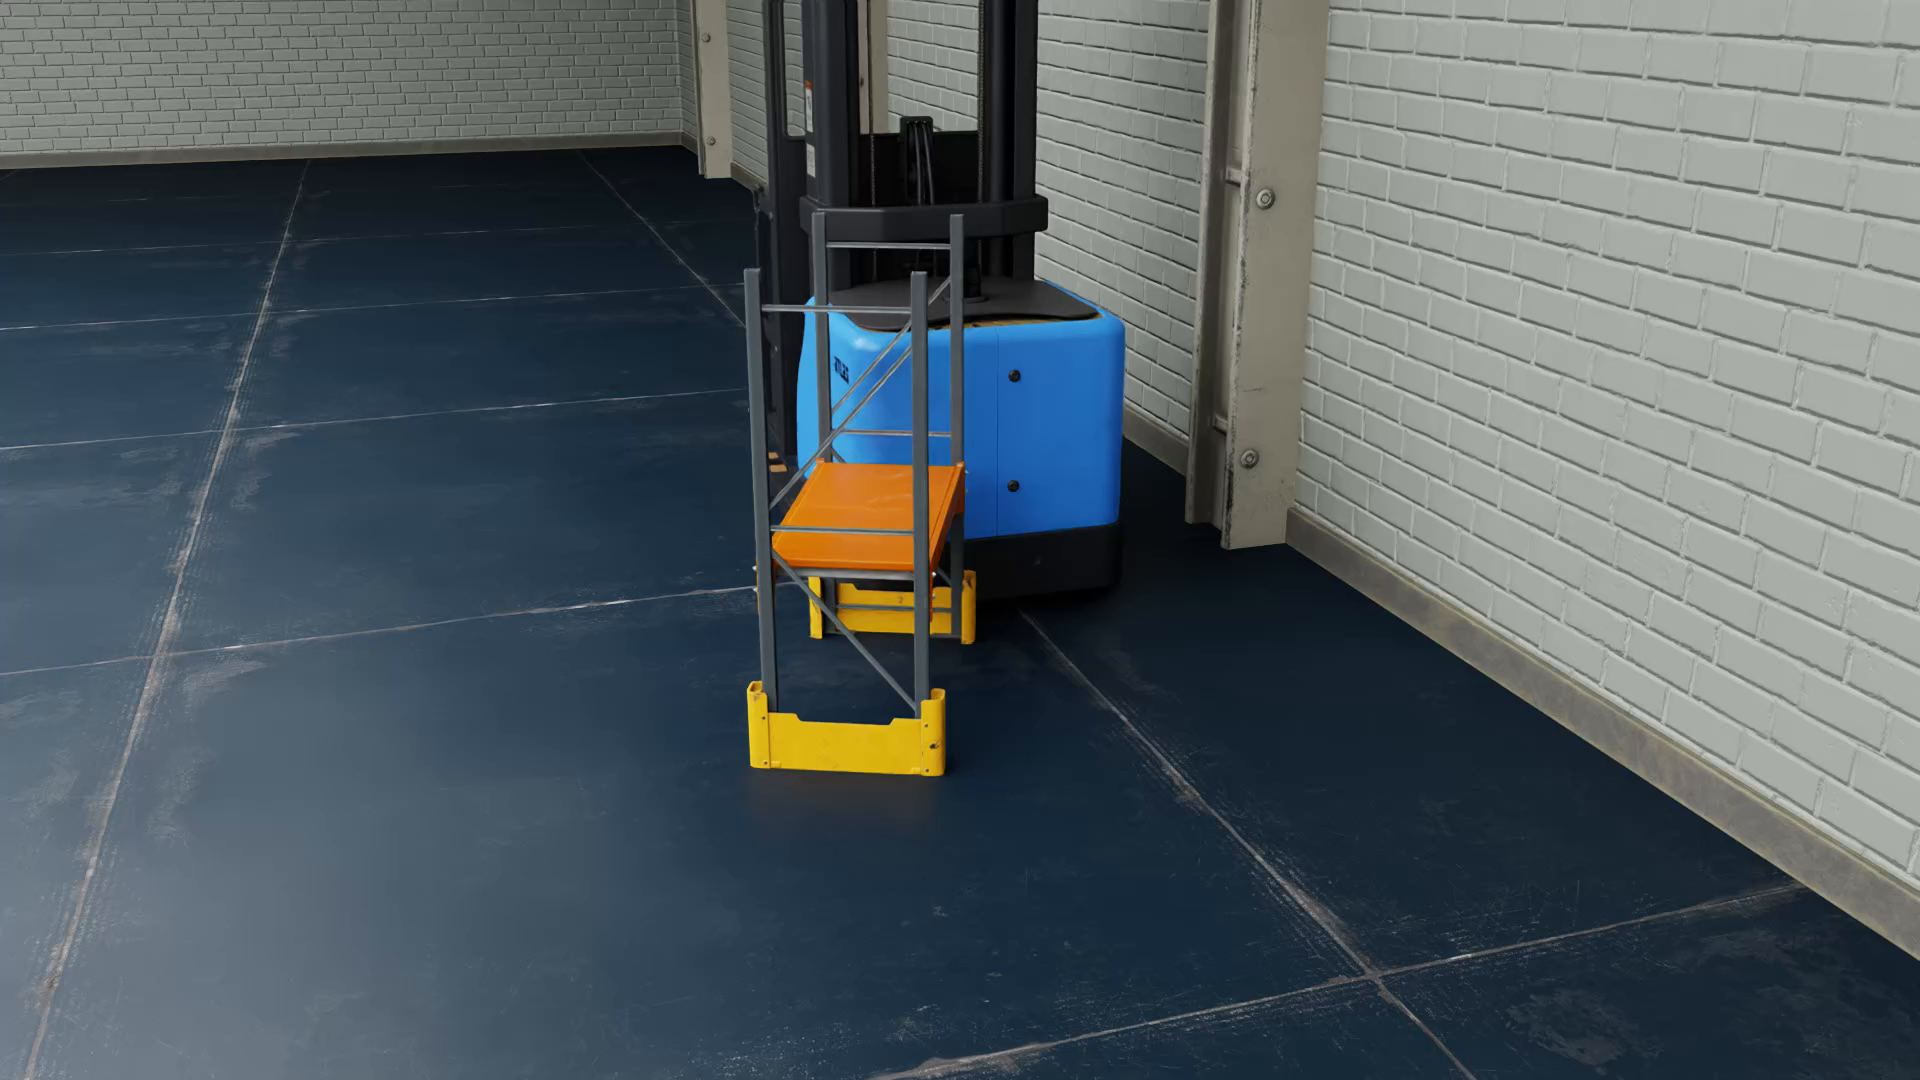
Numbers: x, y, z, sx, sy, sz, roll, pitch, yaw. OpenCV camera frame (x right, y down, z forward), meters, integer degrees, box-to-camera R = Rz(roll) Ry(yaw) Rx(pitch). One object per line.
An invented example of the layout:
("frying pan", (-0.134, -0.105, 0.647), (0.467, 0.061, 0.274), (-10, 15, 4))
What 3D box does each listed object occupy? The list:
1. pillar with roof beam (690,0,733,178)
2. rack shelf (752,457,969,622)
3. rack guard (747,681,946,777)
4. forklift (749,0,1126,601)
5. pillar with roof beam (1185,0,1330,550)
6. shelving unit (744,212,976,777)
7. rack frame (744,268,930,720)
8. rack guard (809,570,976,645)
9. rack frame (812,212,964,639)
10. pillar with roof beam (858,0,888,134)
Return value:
("pillar with roof beam", (-6.686, -7.669, 14.955), (9.100, 9.000, 0.400), (-6, 21, -17))
("rack shelf", (-0.287, -0.025, 5.299), (0.538, 0.185, 1.000), (2, 20, 5))
("rack guard", (-0.338, 0.565, 4.974), (0.587, 0.250, 0.087), (2, 20, 5))
("forklift", (-0.312, -1.584, 6.990), (1.130, 2.935, 3.031), (-6, 21, -16))
("pillar with roof beam", (-2.914, -3.818, 4.234), (9.100, 9.000, 0.400), (-6, 21, -17))
("shelving unit", (-0.288, -0.191, 5.229), (0.587, 1.500, 1.083), (2, 20, 5))
("rack frame", (-0.338, -0.023, 4.762), (0.500, 1.500, 0.032), (2, 20, 5))
("rack guard", (-0.239, 0.230, 5.907), (0.587, 0.250, 0.087), (2, 20, 5))
("rack frame", (-0.237, -0.365, 5.714), (0.500, 1.500, 0.032), (2, 20, 5))
("pillar with roof beam", (-4.800, -5.743, 9.594), (9.100, 9.000, 0.400), (-6, 21, -17))
